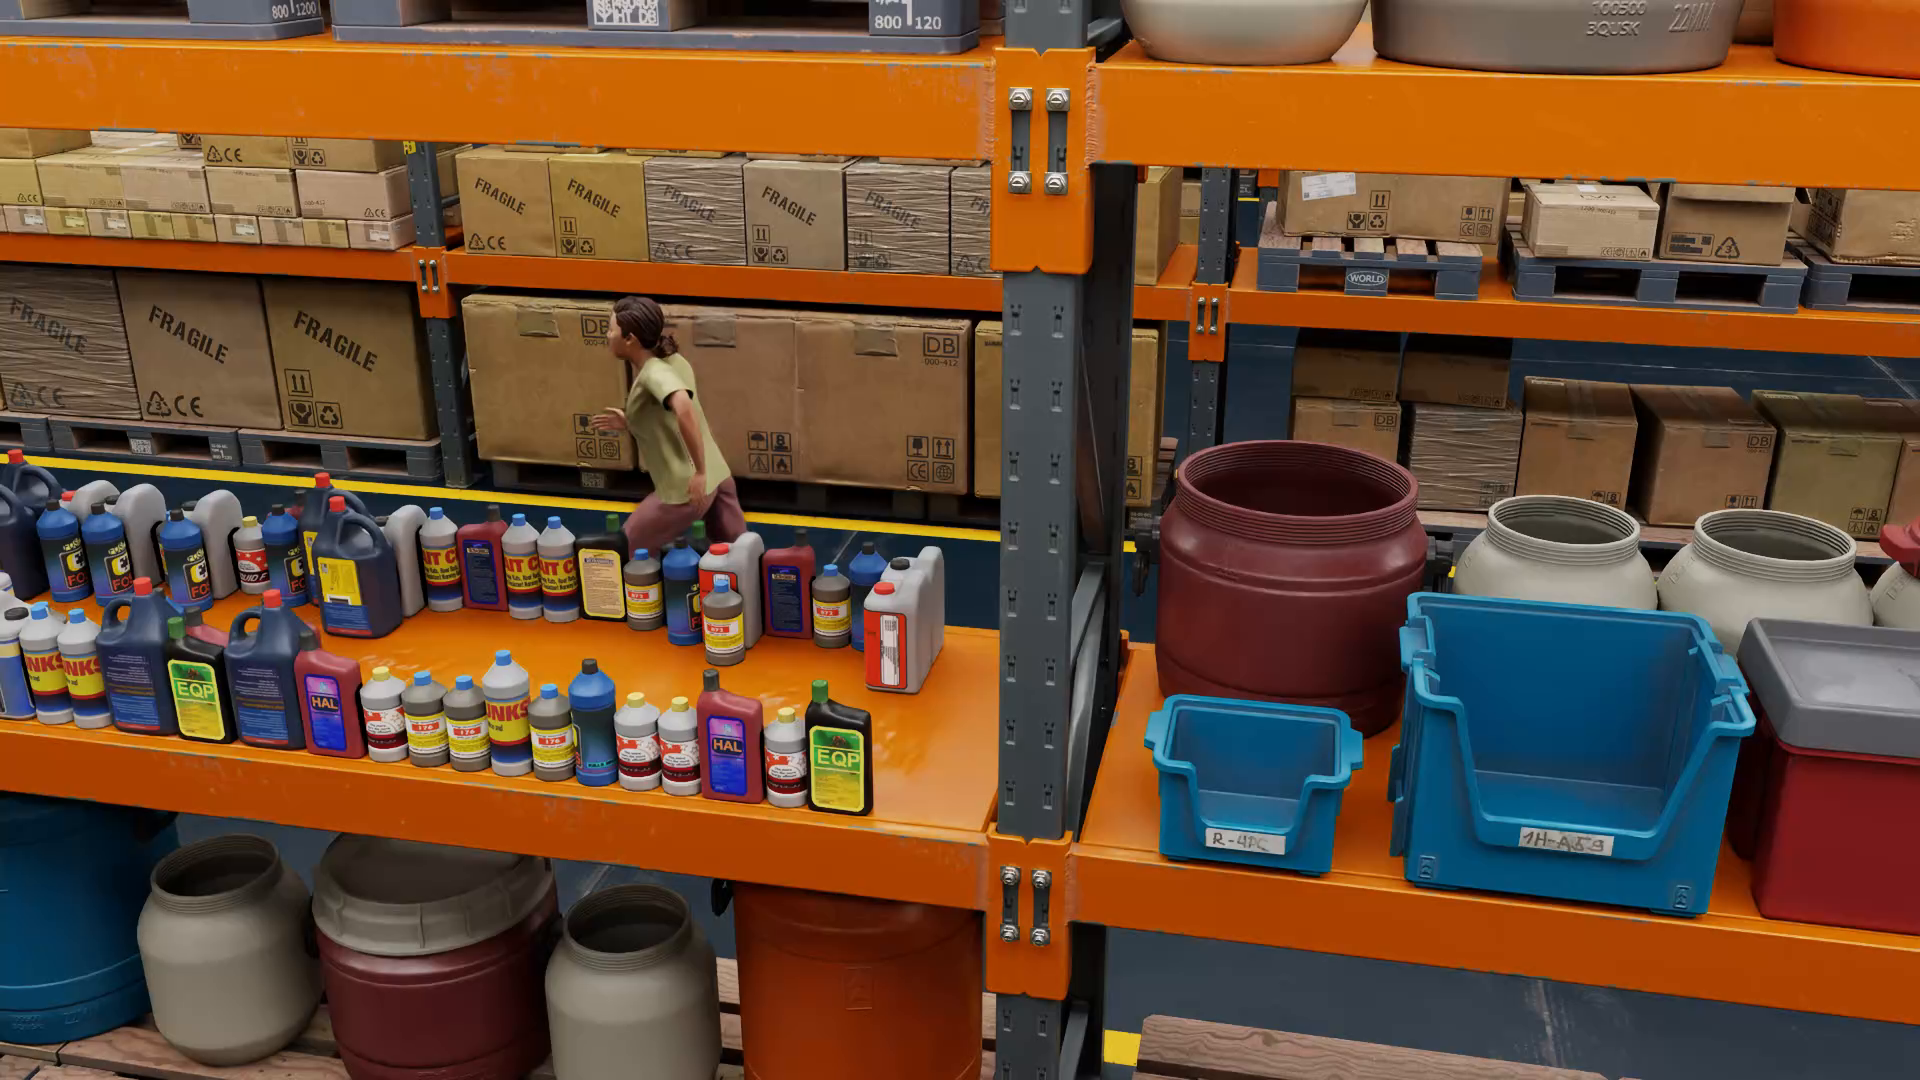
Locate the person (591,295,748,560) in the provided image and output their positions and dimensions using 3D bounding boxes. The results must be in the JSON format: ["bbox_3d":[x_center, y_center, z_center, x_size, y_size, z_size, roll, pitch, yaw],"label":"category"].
[{"bbox_3d":[-1.098,-0.180,6.627,0.861,1.581,0.577,6,22,15],"label":"person"}]
